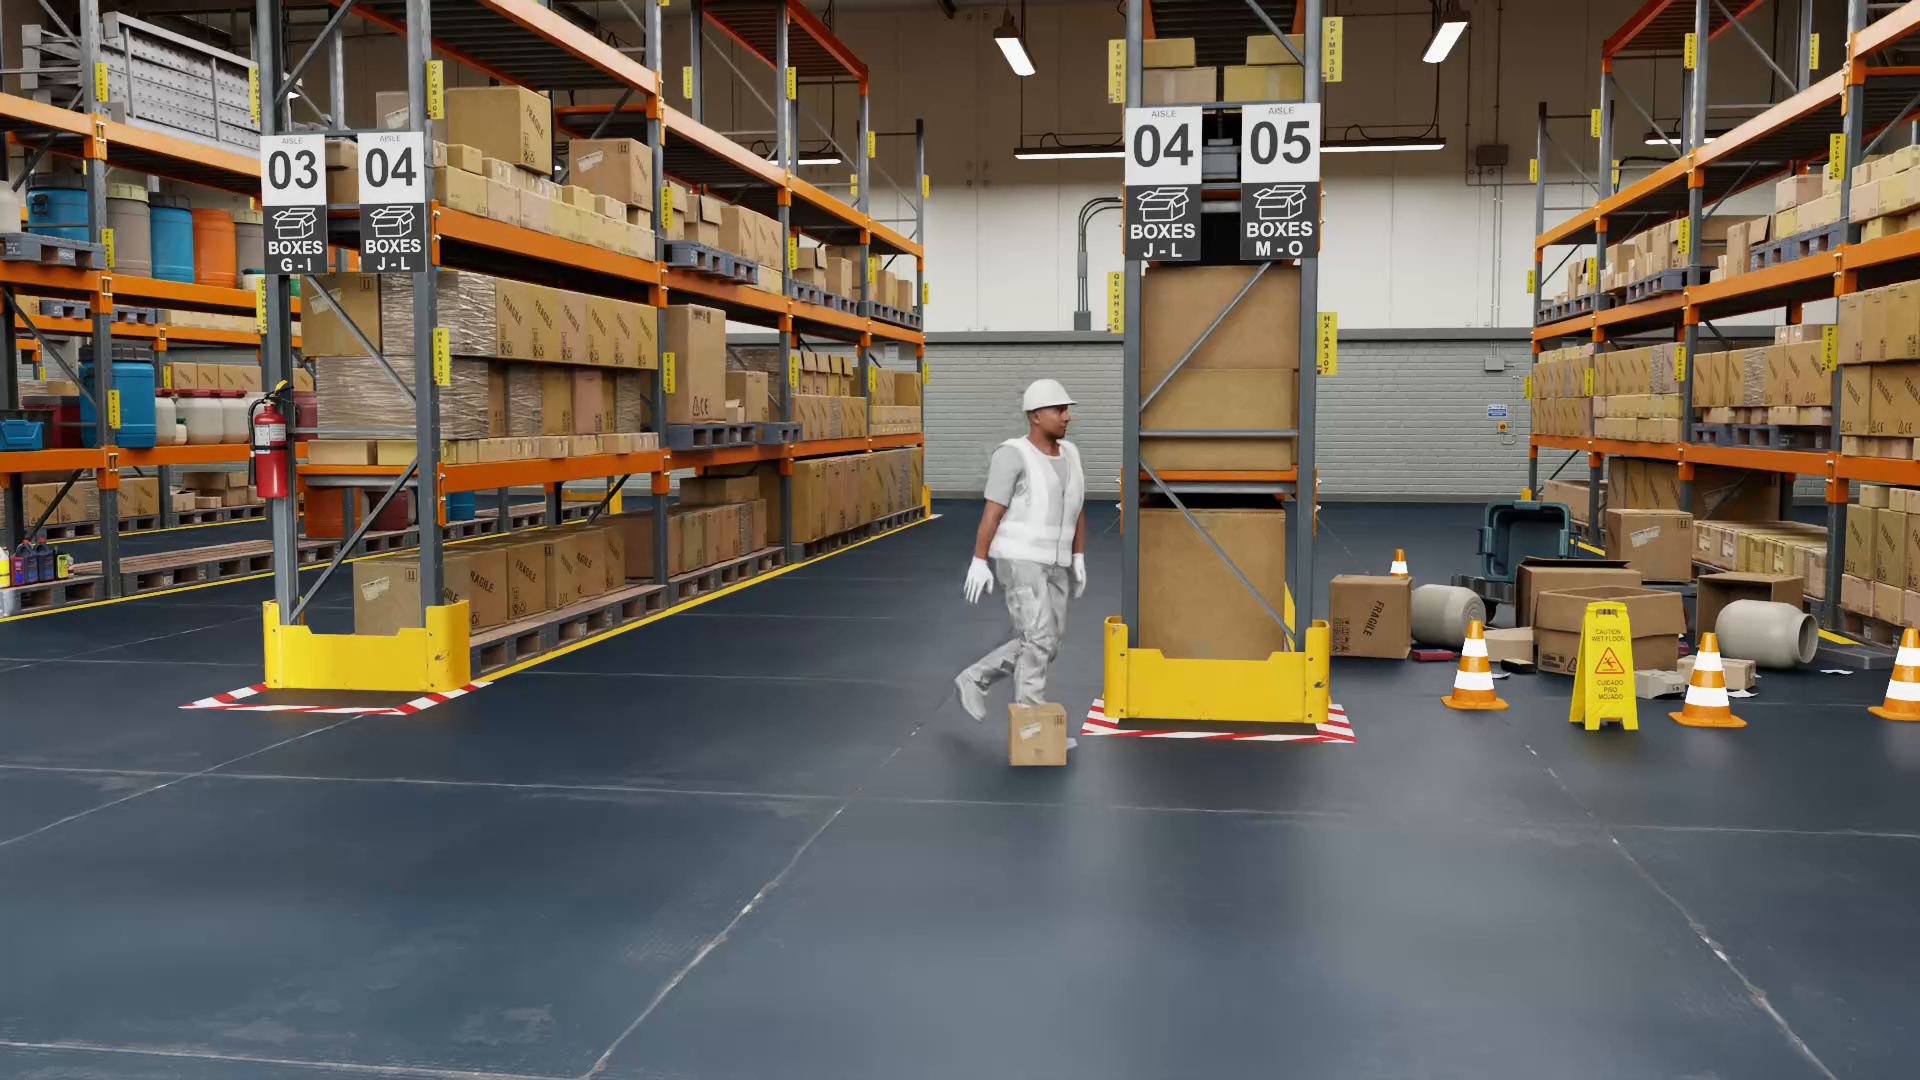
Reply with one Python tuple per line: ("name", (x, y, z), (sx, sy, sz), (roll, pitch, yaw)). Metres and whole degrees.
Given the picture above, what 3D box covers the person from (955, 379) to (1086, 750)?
("person", (0.294, 0.115, 7.990), (0.795, 1.765, 0.631), (4, 6, 43))
